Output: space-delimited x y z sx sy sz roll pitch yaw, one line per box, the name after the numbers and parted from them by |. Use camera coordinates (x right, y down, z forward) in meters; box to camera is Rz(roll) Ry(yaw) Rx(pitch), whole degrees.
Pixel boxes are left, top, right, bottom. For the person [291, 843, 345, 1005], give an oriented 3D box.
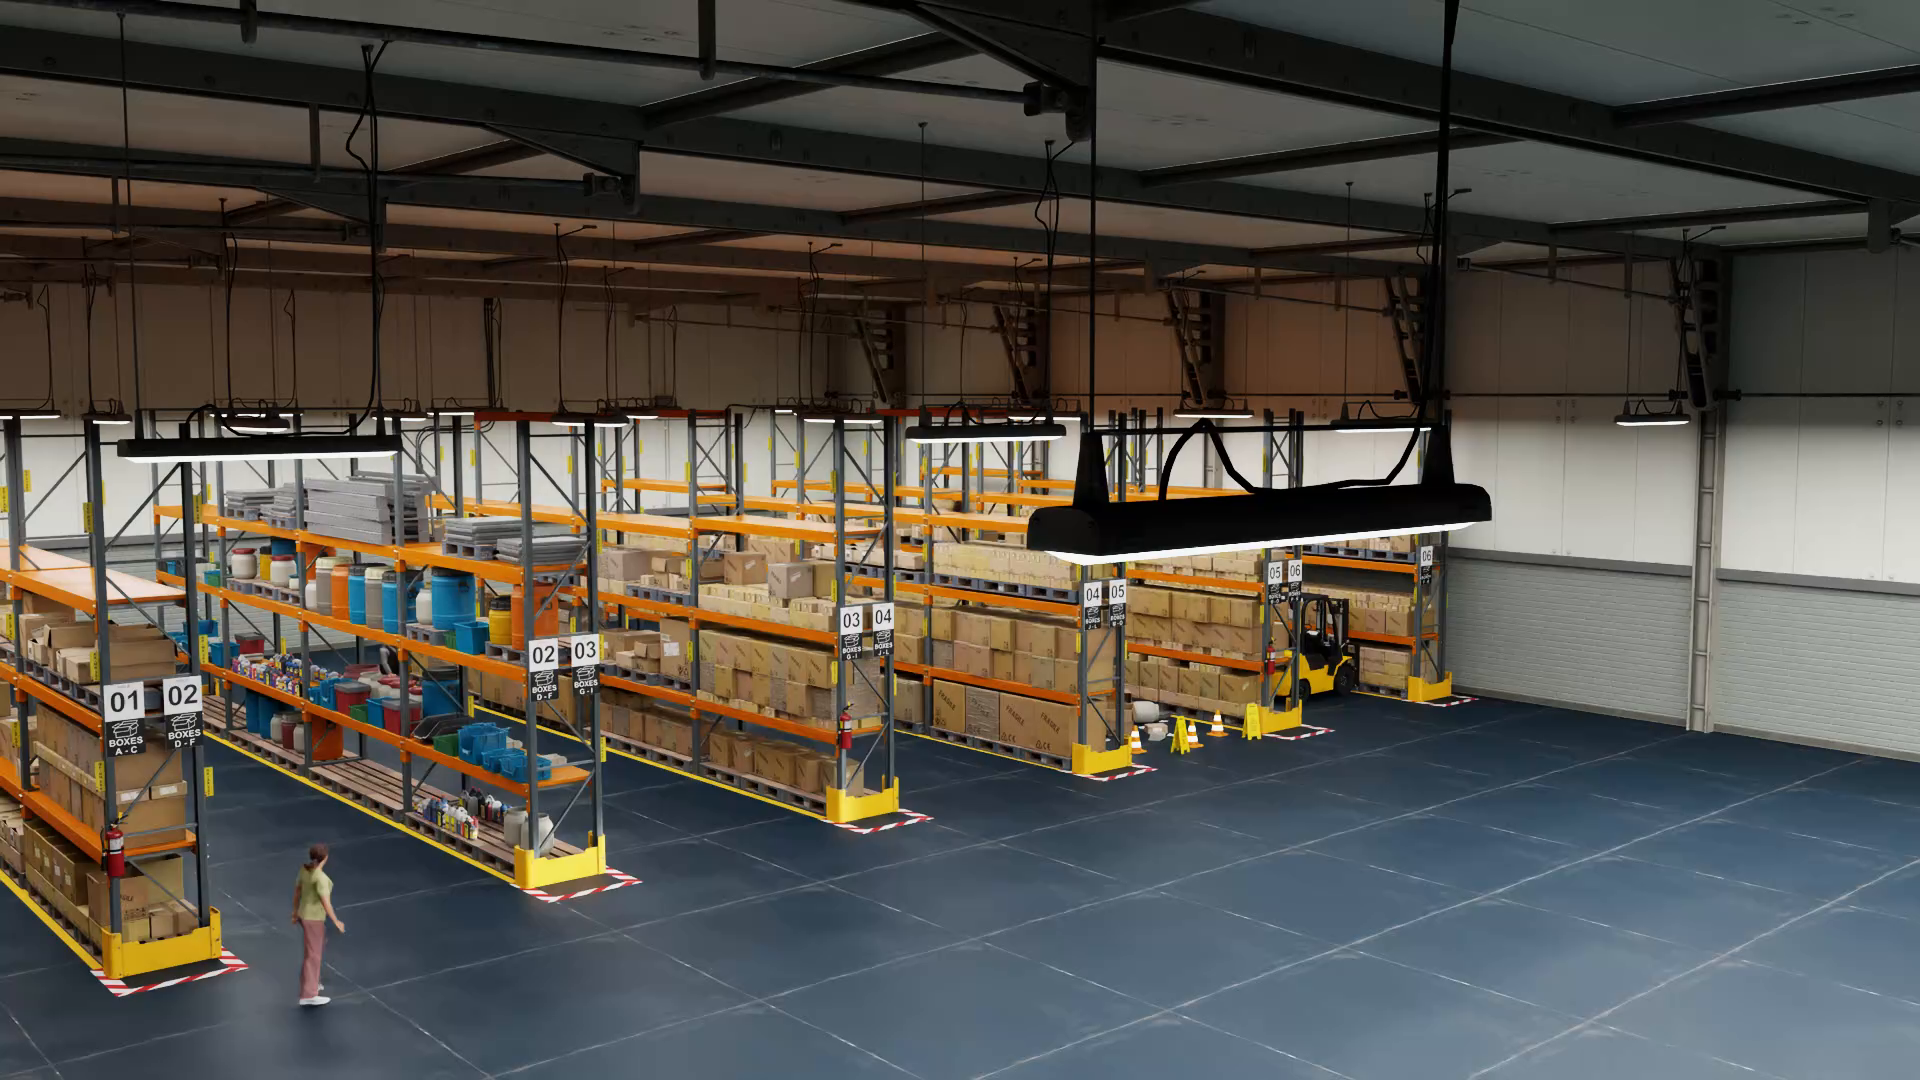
-6.753 3.997 17.400 0.464 1.699 0.581 -4 7 -41 | person

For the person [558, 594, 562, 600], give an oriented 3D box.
-9.492 2.062 39.463 0.542 1.604 0.950 -3 6 -28 | person

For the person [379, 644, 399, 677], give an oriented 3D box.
-11.113 2.646 32.481 0.974 1.686 0.478 5 7 43 | person
